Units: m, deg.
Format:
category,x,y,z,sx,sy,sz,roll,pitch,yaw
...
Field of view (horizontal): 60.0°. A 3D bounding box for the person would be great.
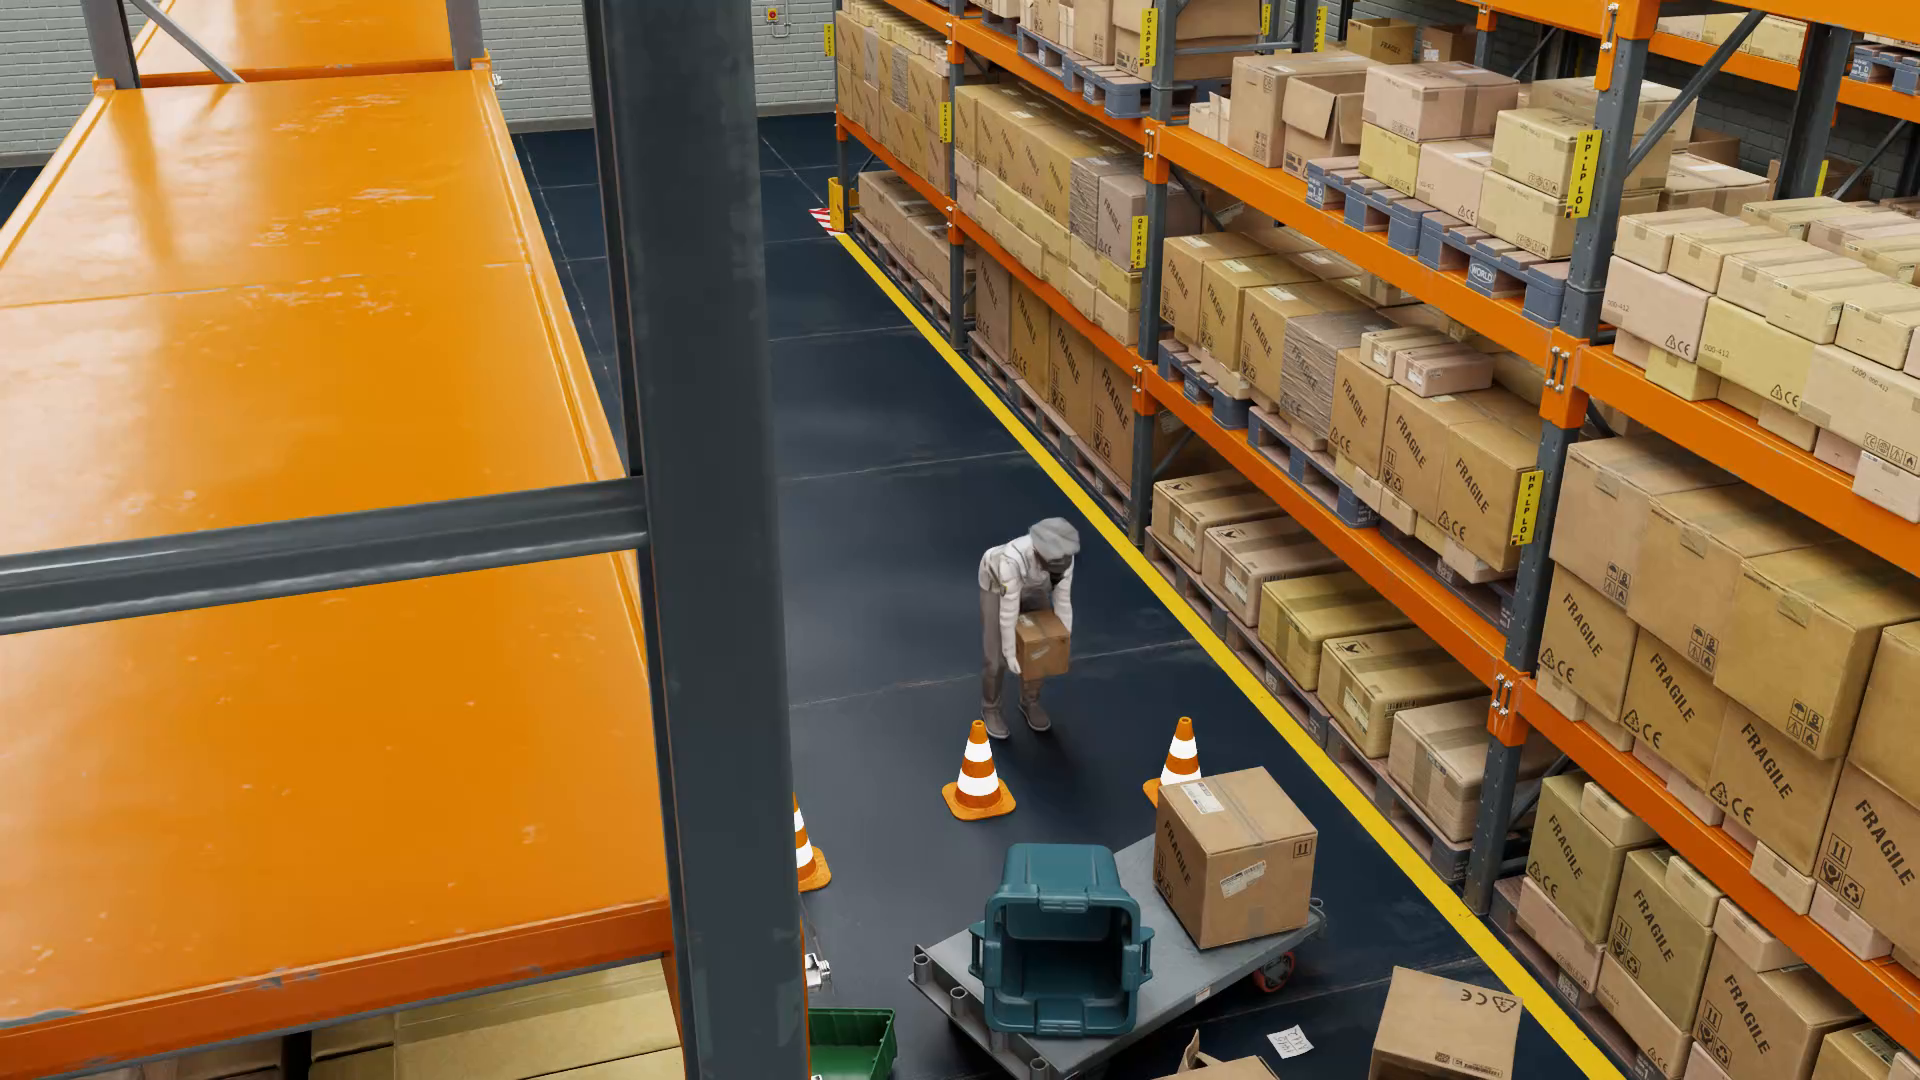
category,x,y,z,sx,sy,sz,roll,pitch,yaw
person,0.372,0.453,8.714,0.409,1.427,0.813,-9,28,-17
